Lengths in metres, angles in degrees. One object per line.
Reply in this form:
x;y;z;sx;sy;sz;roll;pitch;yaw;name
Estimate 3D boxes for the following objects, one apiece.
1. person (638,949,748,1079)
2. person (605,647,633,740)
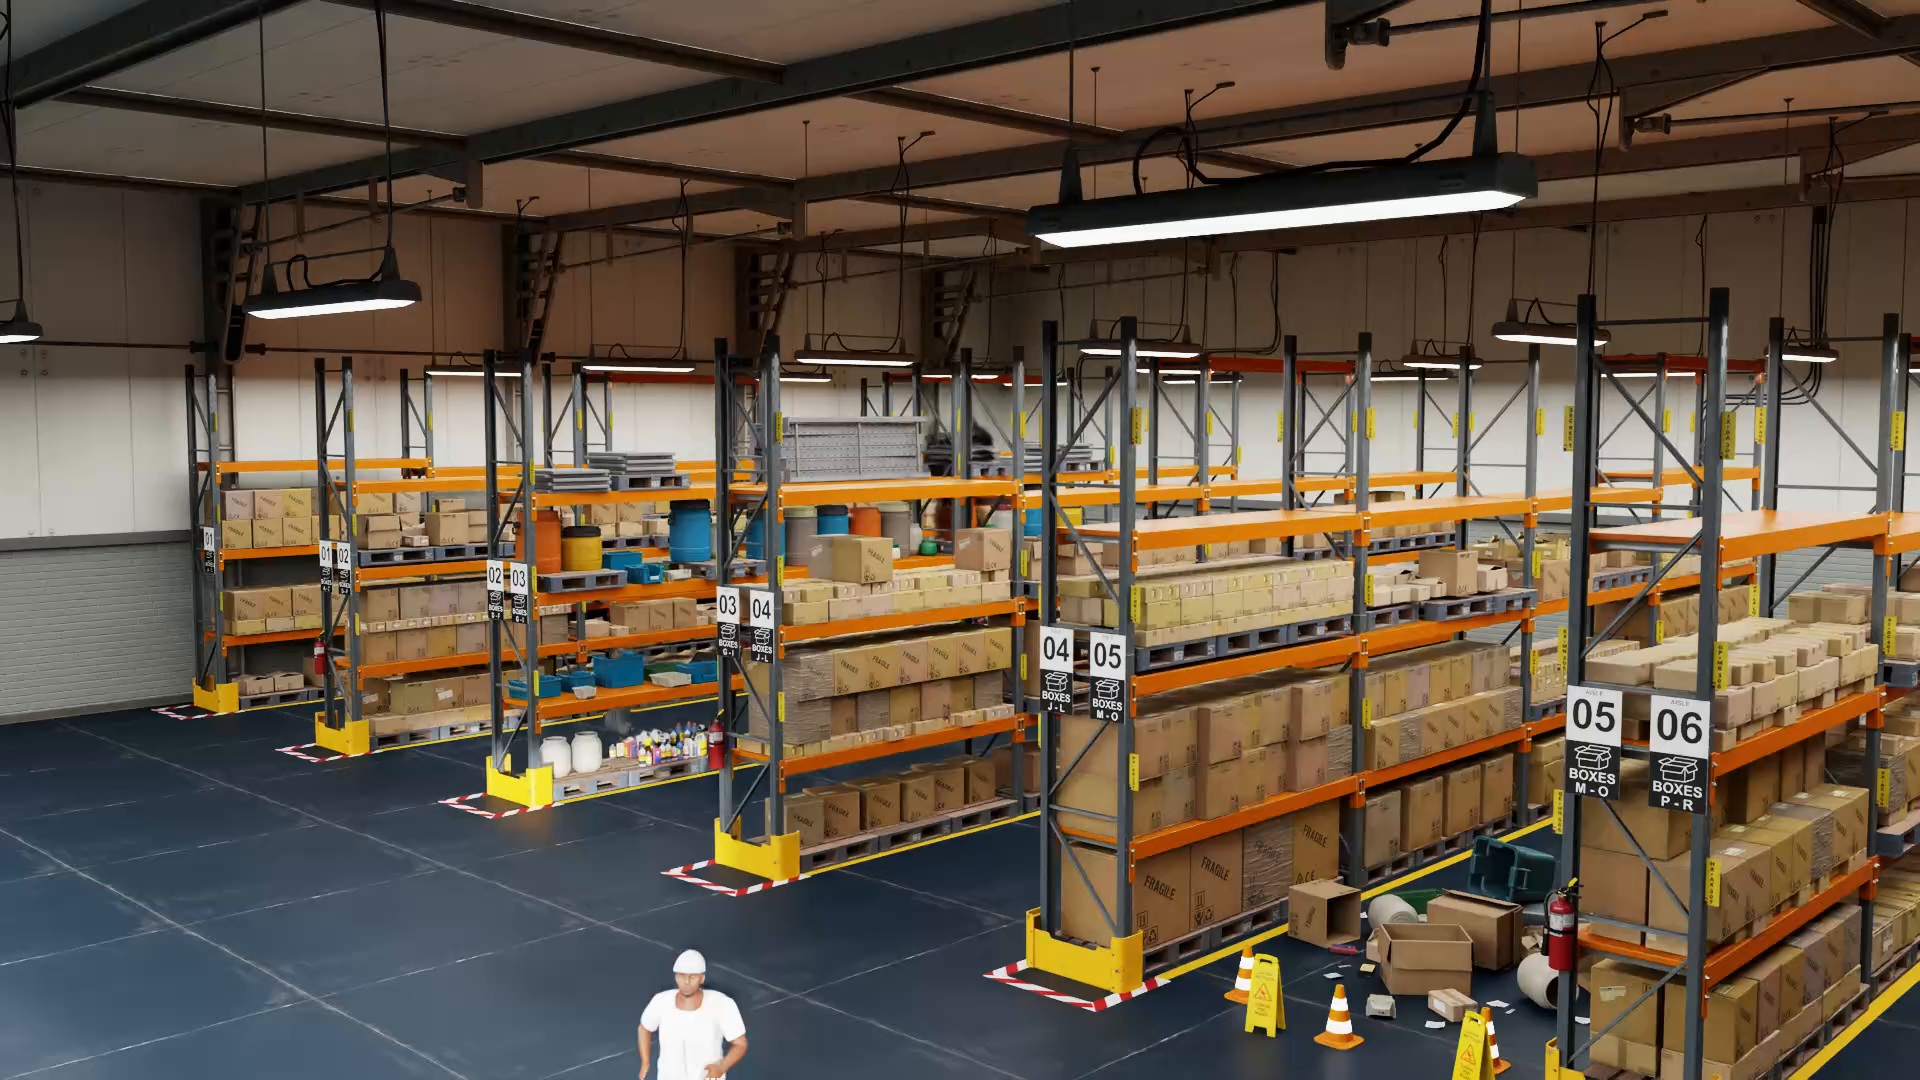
-1.713;3.468;10.601;0.731;1.746;0.931;0;4;0;person
-5.168;2.429;25.254;0.571;1.623;0.566;-4;6;-41;person
